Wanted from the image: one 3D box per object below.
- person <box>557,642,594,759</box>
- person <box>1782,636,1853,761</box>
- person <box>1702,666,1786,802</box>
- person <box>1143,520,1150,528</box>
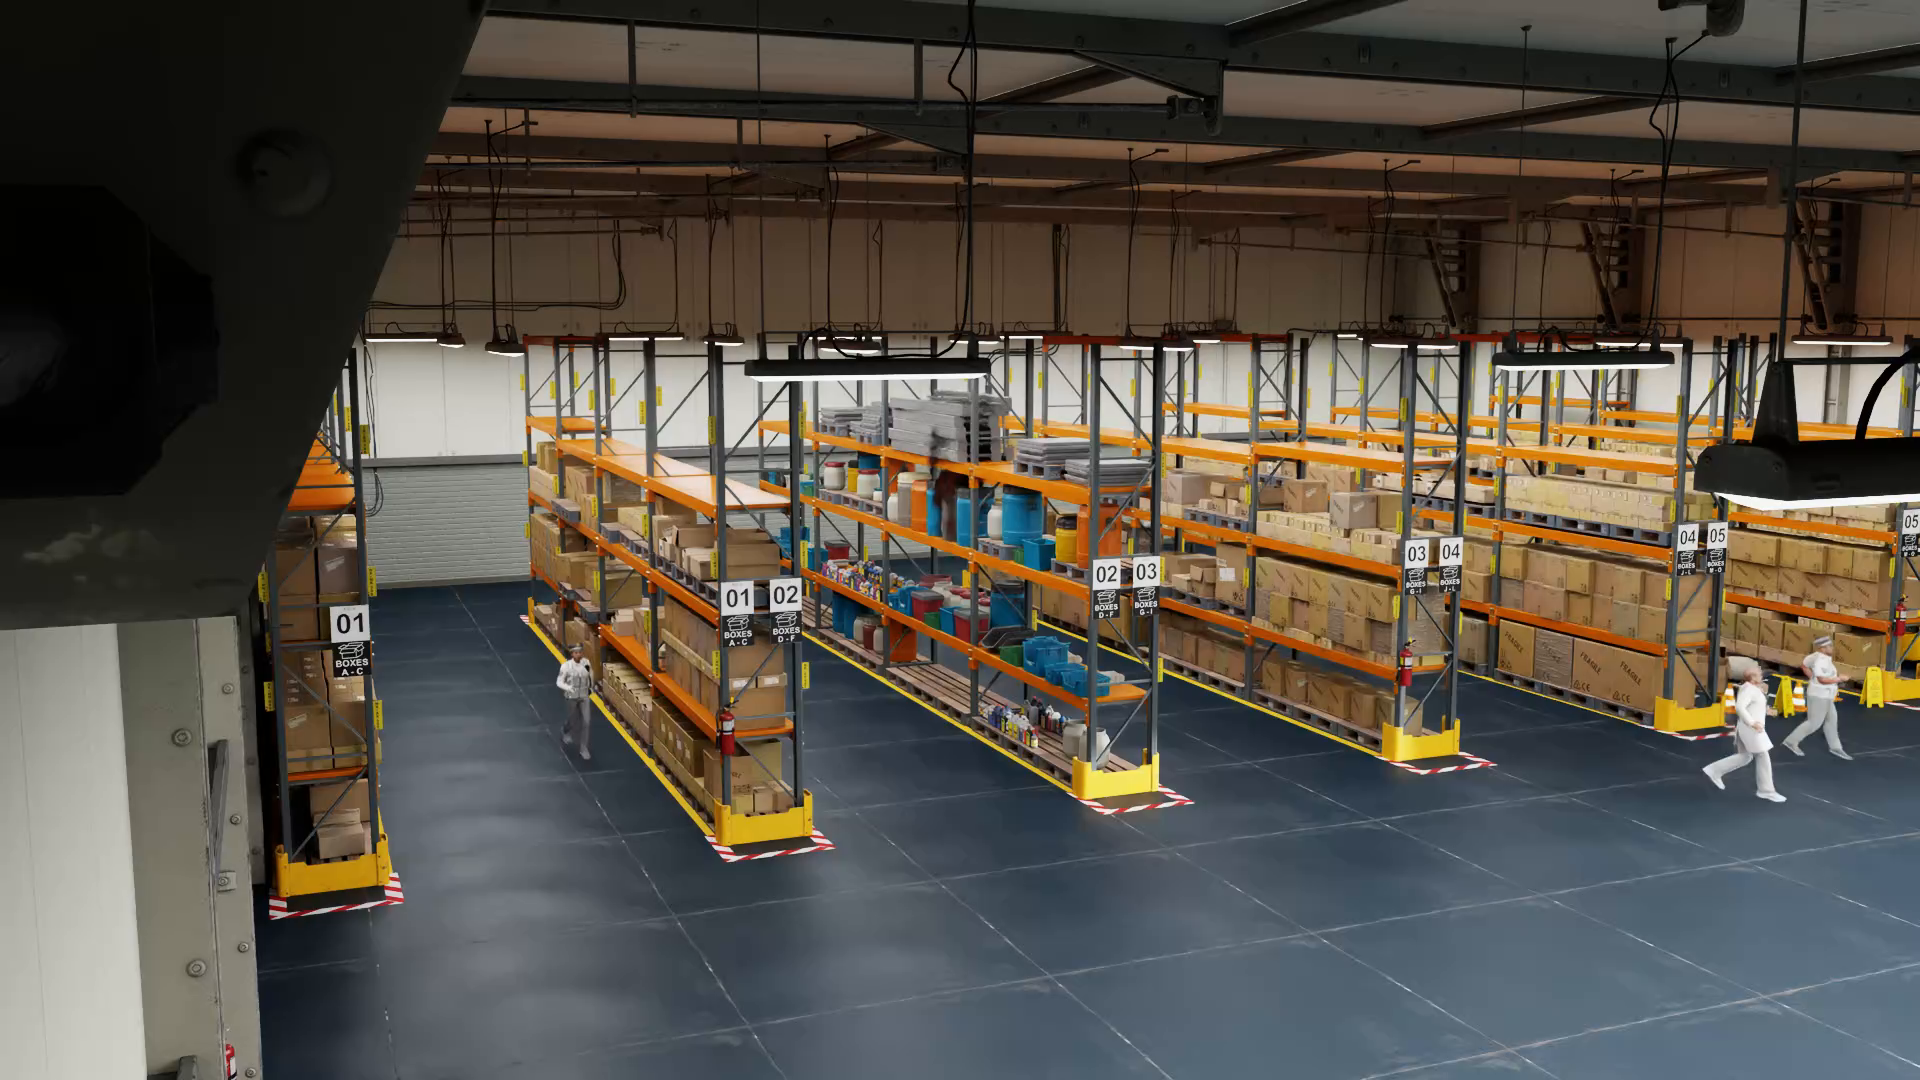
[{"bbox_3d":[-5.588,2.287,24.221,0.600,1.681,0.892,-4,9,-30],"label":"person"},{"bbox_3d":[12.371,2.265,23.884,0.918,1.820,0.662,4,9,27],"label":"person"},{"bbox_3d":[10.389,2.544,21.932,1.034,1.788,0.710,2,8,12],"label":"person"},{"bbox_3d":[4.734,0.021,41.481,0.599,1.681,0.581,-5,9,-34],"label":"person"}]
